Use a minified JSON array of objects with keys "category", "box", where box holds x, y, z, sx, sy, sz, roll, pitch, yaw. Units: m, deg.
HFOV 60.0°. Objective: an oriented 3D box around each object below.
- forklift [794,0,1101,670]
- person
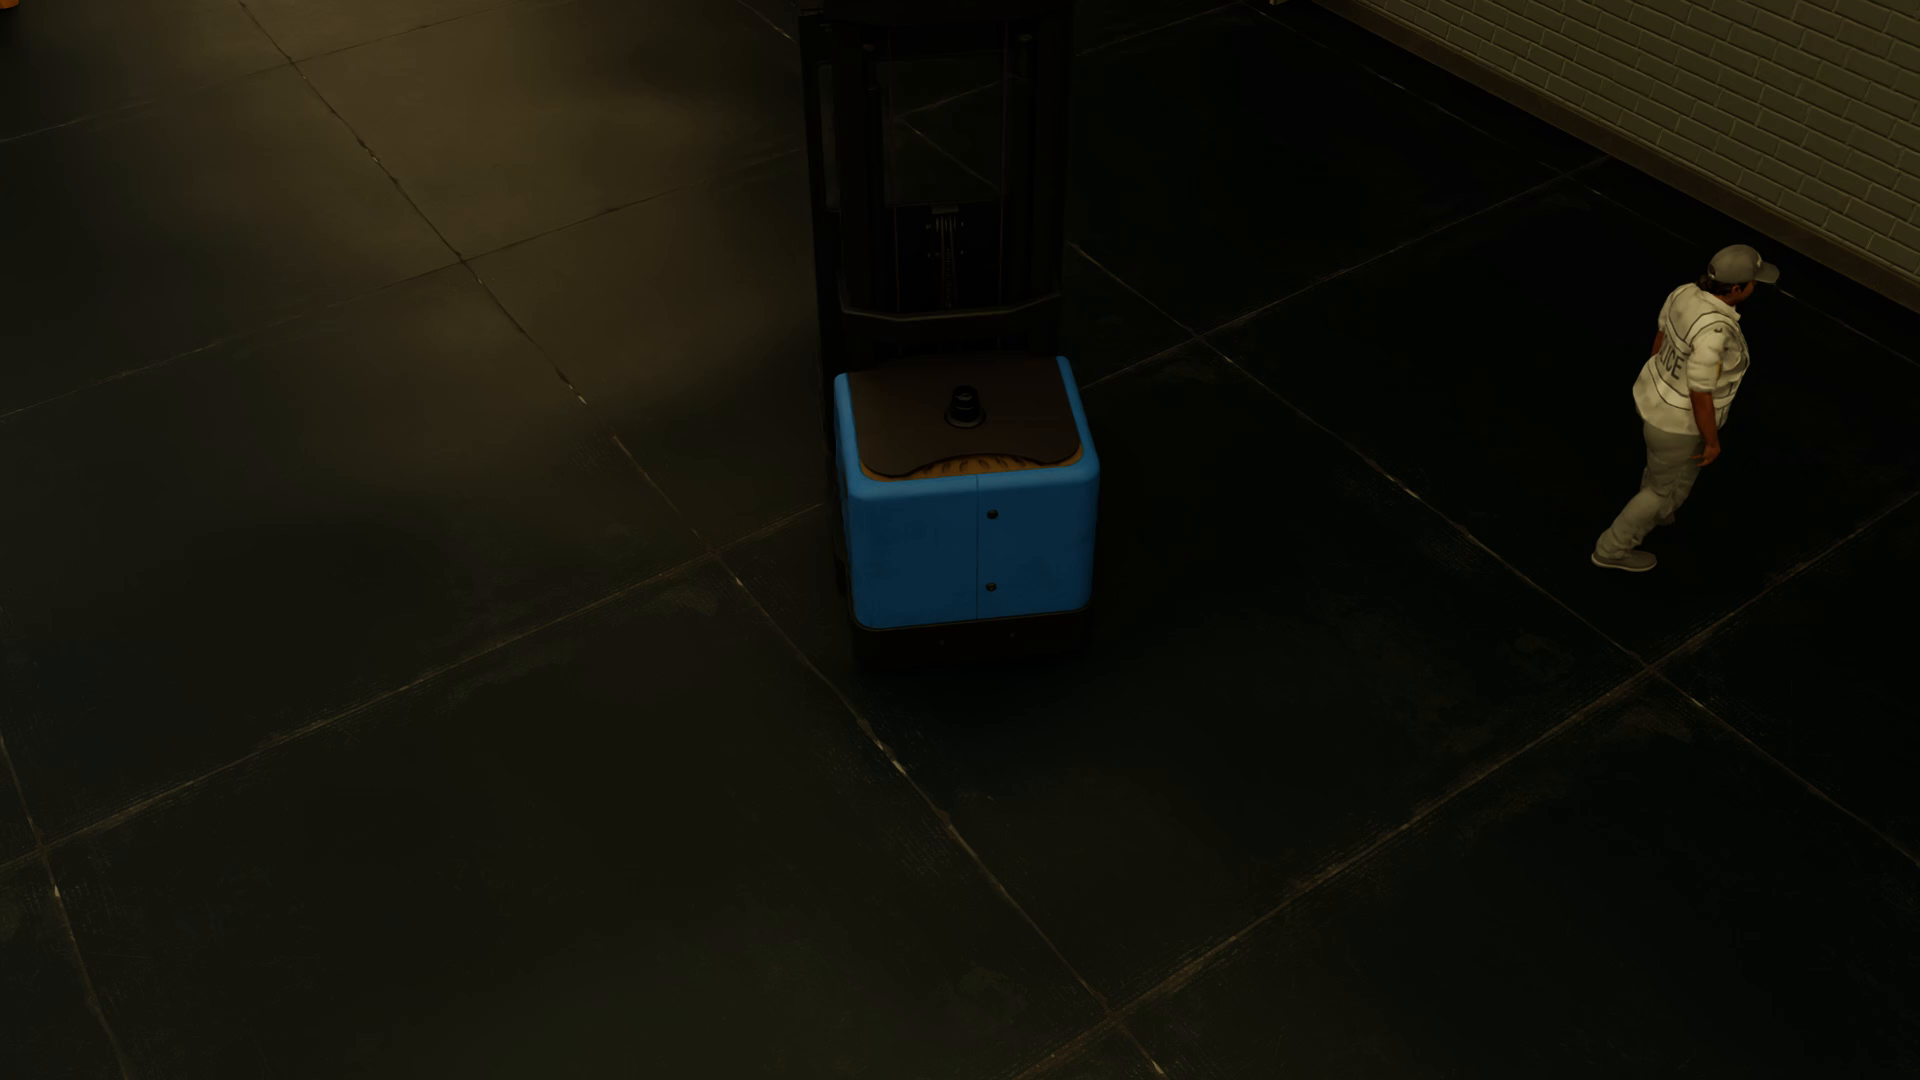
[{"category":"forklift","box":[-0.128,-1.521,7.366,1.130,2.935,3.031,-5,43,-6]},{"category":"person","box":[3.208,-0.548,7.298,0.520,1.707,0.577,2,43,3]}]
